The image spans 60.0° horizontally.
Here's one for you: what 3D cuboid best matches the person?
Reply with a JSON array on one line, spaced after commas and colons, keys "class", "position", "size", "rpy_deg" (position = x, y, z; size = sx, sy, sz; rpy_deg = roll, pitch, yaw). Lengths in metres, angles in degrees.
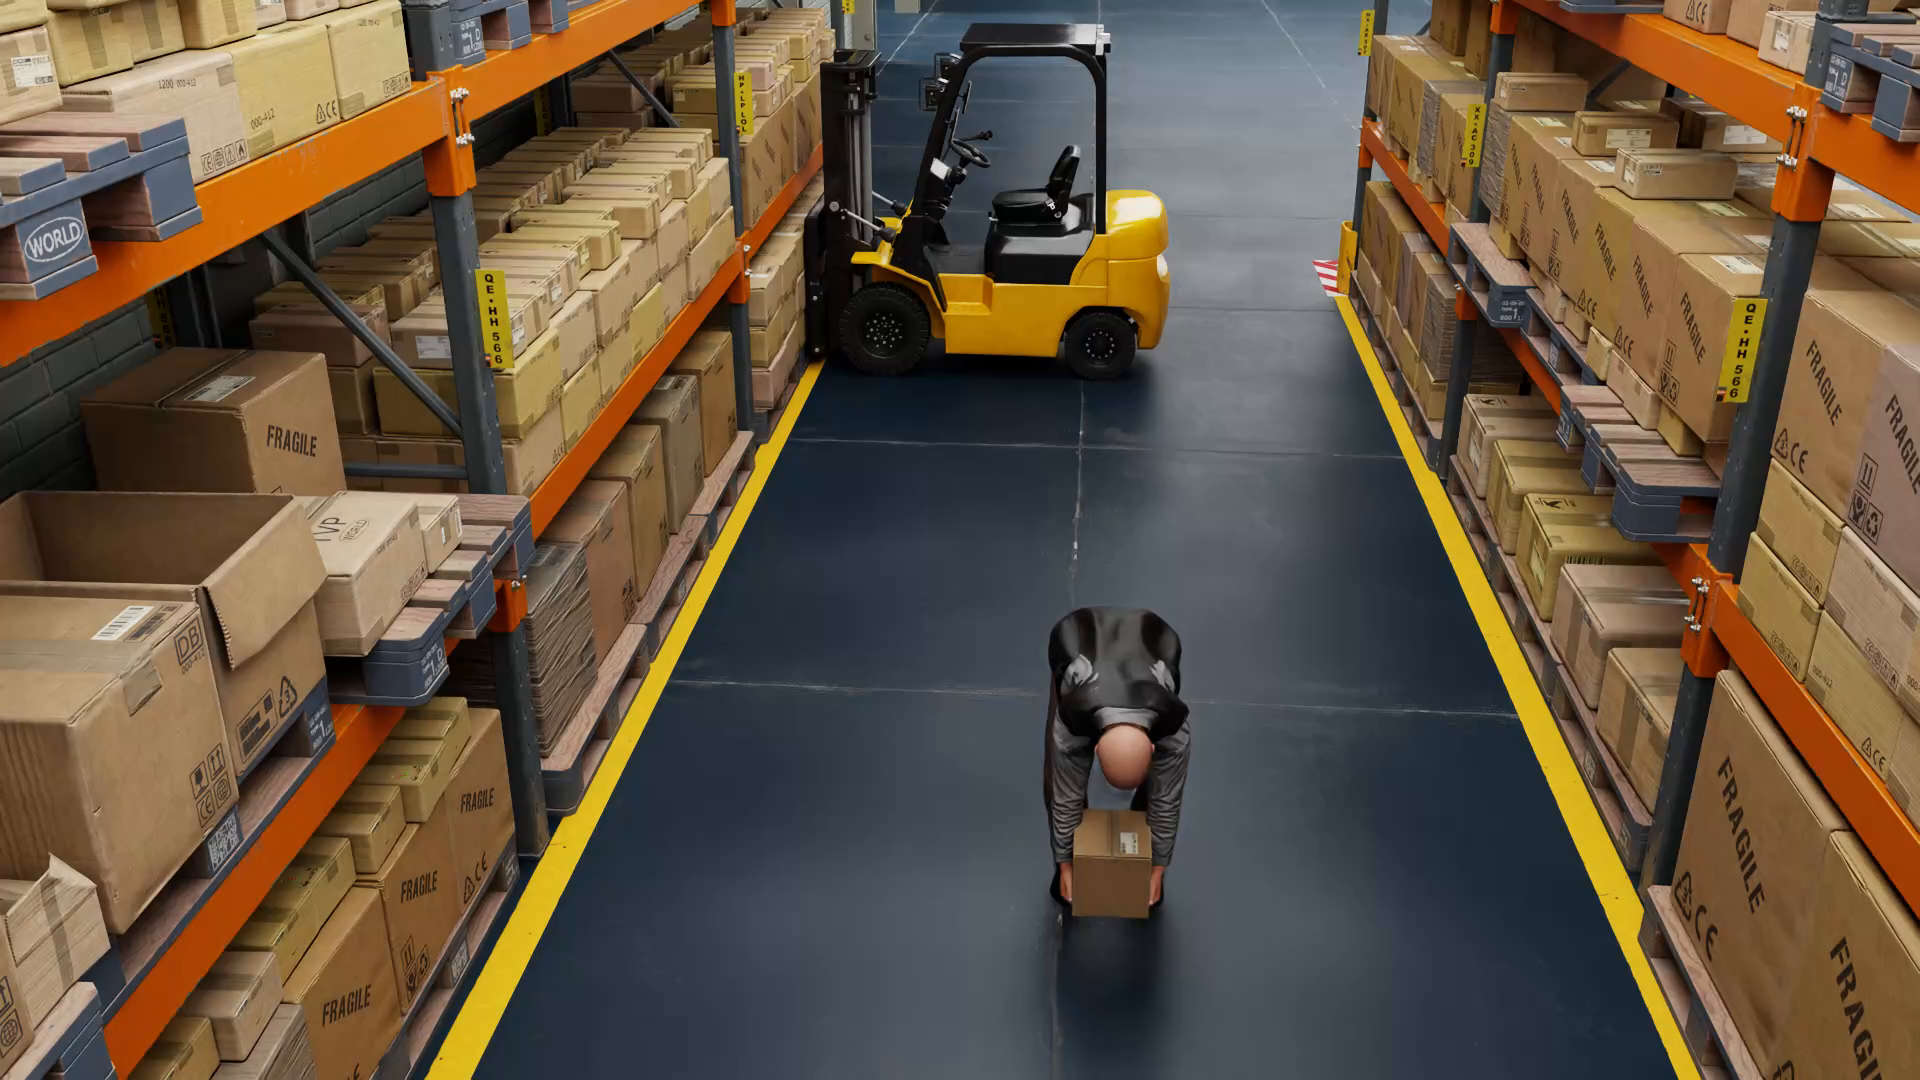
[{"class": "person", "position": [0.519, 0.823, 5.572], "size": [0.475, 1.100, 0.961], "rpy_deg": [1, 24, 2]}]
